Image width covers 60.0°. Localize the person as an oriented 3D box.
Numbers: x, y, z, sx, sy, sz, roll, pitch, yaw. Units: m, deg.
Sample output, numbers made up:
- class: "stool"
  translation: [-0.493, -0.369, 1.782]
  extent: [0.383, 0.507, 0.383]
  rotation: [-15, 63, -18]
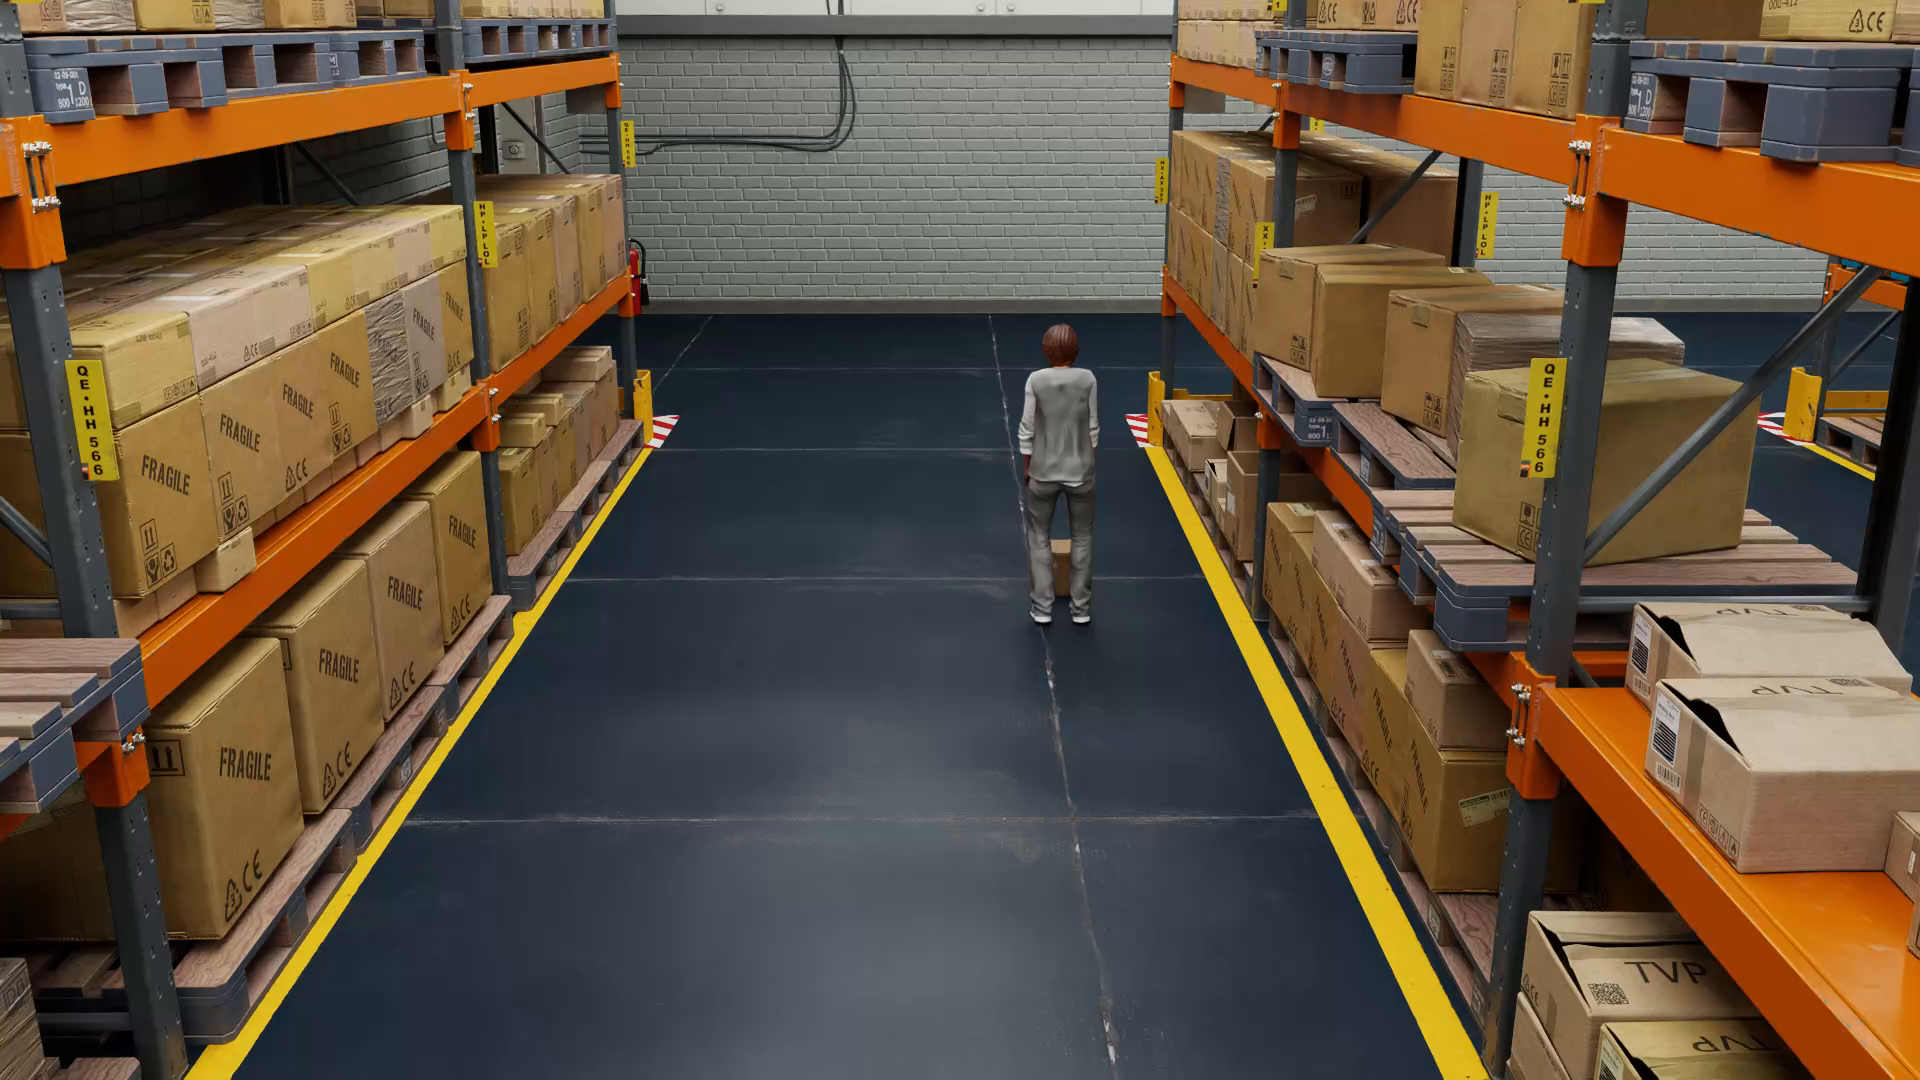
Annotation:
- class: "person"
  translation: [0.510, -0.328, 8.660]
  extent: [0.417, 1.581, 0.341]
  rotation: [0, 17, 0]
